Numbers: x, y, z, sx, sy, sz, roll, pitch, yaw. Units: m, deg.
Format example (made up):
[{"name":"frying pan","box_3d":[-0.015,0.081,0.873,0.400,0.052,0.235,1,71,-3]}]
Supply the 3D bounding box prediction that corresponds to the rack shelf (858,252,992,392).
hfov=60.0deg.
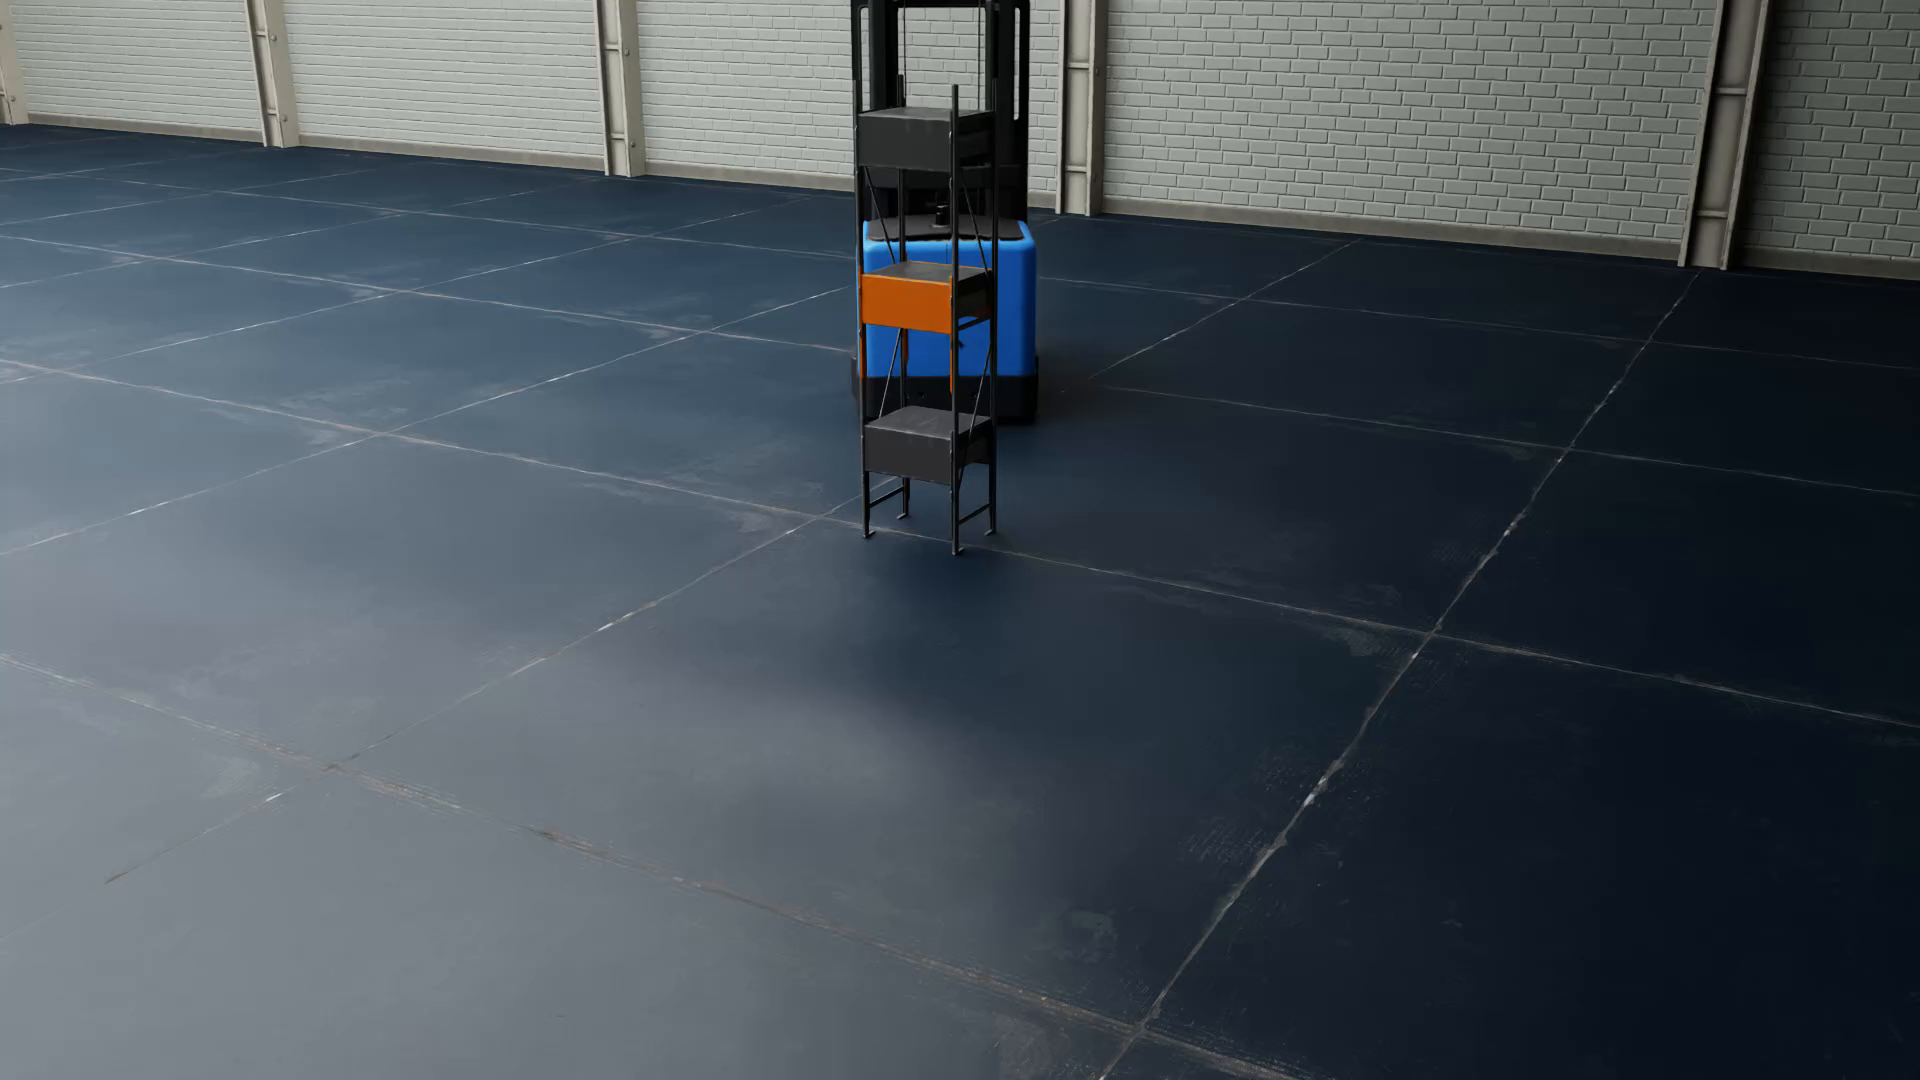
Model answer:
[{"name":"rack shelf","box_3d":[-0.145,-1.002,7.588,0.480,0.518,0.431,11,23,27]}]

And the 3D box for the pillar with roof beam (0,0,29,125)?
[{"name":"pillar with roof beam","box_3d":[-16.583,-9.329,20.386,0.400,9.000,9.100,11,23,27]}]

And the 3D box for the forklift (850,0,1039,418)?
[{"name":"forklift","box_3d":[-0.129,-2.535,10.557,1.130,2.935,3.031,-1,20,-2]}]

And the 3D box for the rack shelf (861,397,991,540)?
[{"name":"rack shelf","box_3d":[-0.145,-0.344,7.826,0.480,0.518,0.431,11,23,27]}]

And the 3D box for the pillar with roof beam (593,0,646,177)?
[{"name":"pillar with roof beam","box_3d":[-6.106,-7.333,14.885,0.400,9.000,9.100,11,23,27]}]

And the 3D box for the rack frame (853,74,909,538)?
[{"name":"rack frame","box_3d":[-0.358,-1.055,7.695,0.015,2.100,0.400,11,23,27]}]

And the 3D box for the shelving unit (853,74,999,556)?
[{"name":"shelving unit","box_3d":[-0.145,-1.015,7.583,0.503,2.100,0.431,11,23,27]}]

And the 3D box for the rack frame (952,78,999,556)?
[{"name":"rack frame","box_3d":[0.069,-0.974,7.471,0.015,2.100,0.400,11,23,27]}]

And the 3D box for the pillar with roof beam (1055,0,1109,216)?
[{"name":"pillar with roof beam","box_3d":[-0.868,-6.335,12.134,0.400,9.000,9.100,11,23,27]}]

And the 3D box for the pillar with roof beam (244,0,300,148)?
[{"name":"pillar with roof beam","box_3d":[-11.345,-8.331,17.636,0.400,9.000,9.100,11,23,27]}]

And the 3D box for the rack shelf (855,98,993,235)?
[{"name":"rack shelf","box_3d":[-0.145,-1.660,7.349,0.480,0.518,0.431,11,23,27]}]

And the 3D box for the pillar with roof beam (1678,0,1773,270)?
[{"name":"pillar with roof beam","box_3d":[4.370,-5.338,9.383,0.400,9.000,9.100,11,23,27]}]
